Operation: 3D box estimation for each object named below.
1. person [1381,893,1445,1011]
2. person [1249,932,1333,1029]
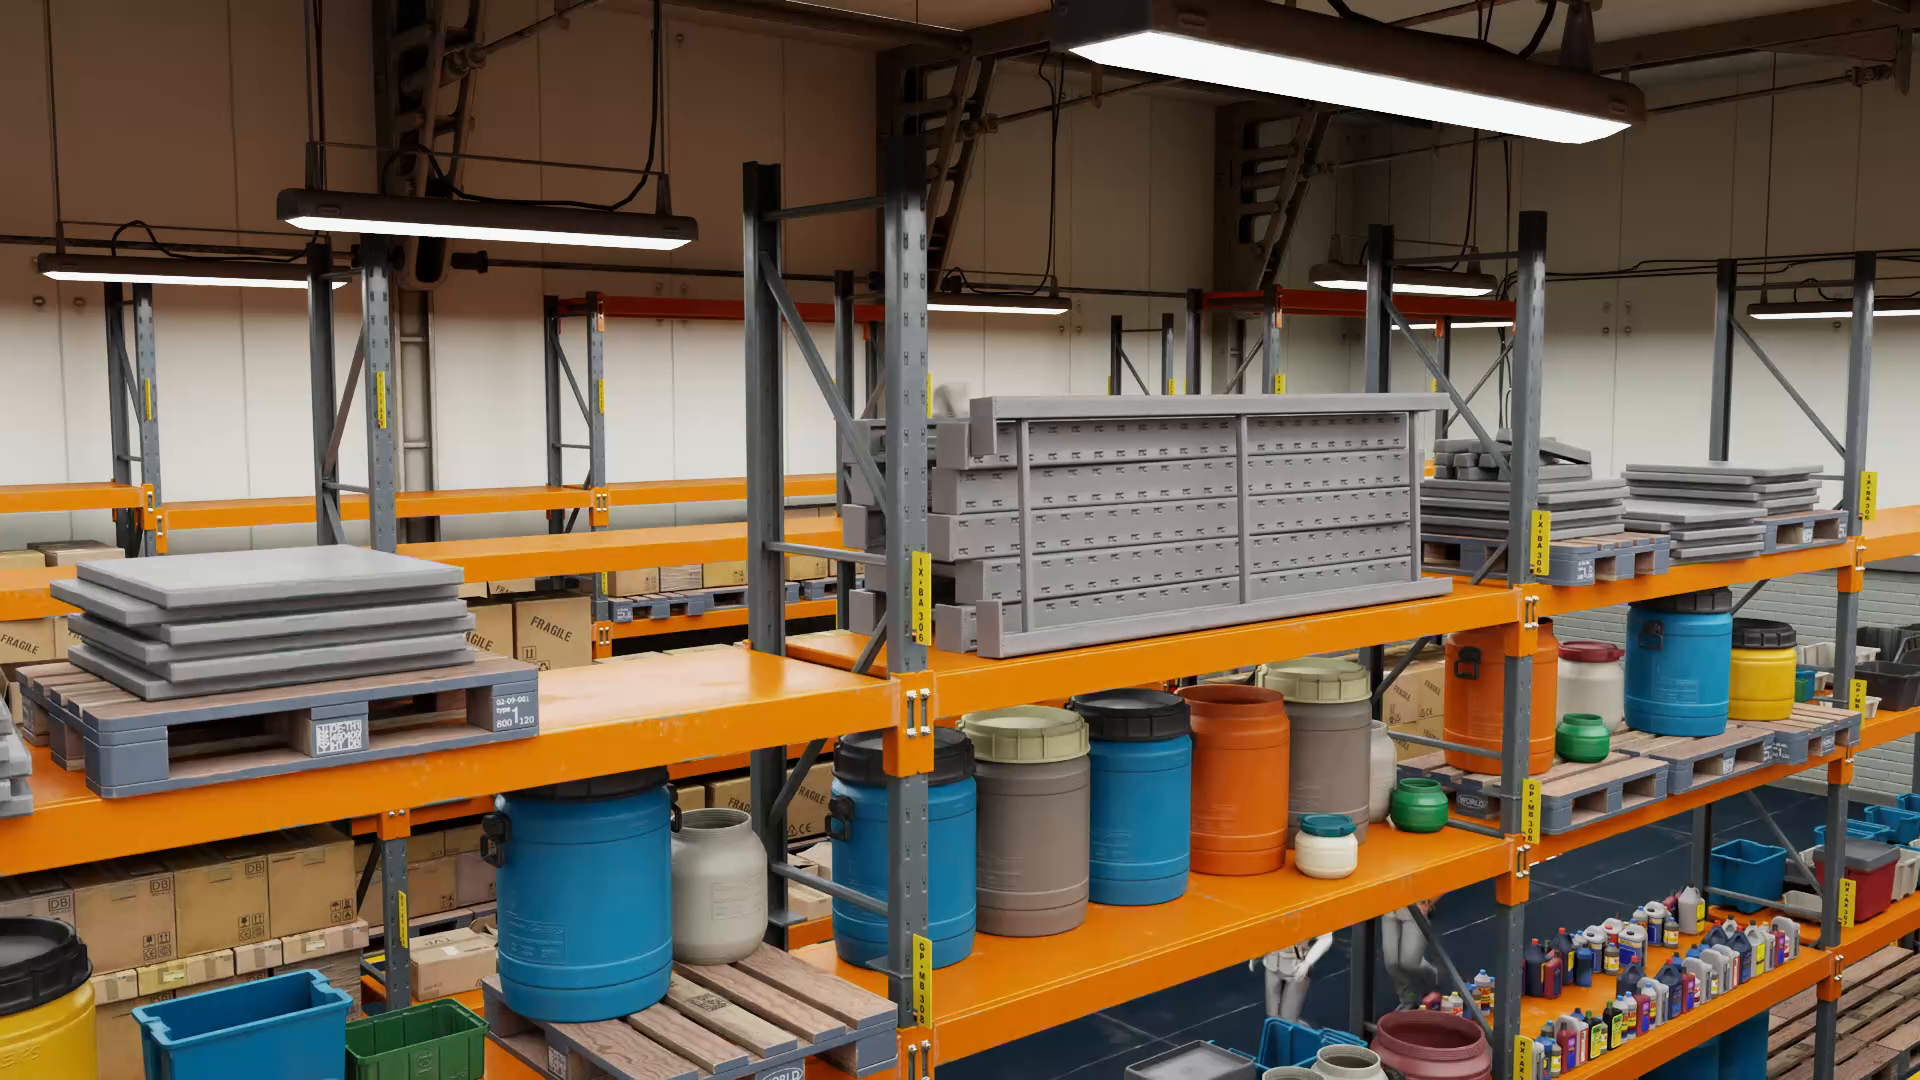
[{"bbox_3d":[3.612,3.003,13.473,0.640,1.736,0.574,5,7,42],"label":"person"},{"bbox_3d":[2.405,3.166,12.225,0.592,1.651,0.539,5,7,42],"label":"person"}]
